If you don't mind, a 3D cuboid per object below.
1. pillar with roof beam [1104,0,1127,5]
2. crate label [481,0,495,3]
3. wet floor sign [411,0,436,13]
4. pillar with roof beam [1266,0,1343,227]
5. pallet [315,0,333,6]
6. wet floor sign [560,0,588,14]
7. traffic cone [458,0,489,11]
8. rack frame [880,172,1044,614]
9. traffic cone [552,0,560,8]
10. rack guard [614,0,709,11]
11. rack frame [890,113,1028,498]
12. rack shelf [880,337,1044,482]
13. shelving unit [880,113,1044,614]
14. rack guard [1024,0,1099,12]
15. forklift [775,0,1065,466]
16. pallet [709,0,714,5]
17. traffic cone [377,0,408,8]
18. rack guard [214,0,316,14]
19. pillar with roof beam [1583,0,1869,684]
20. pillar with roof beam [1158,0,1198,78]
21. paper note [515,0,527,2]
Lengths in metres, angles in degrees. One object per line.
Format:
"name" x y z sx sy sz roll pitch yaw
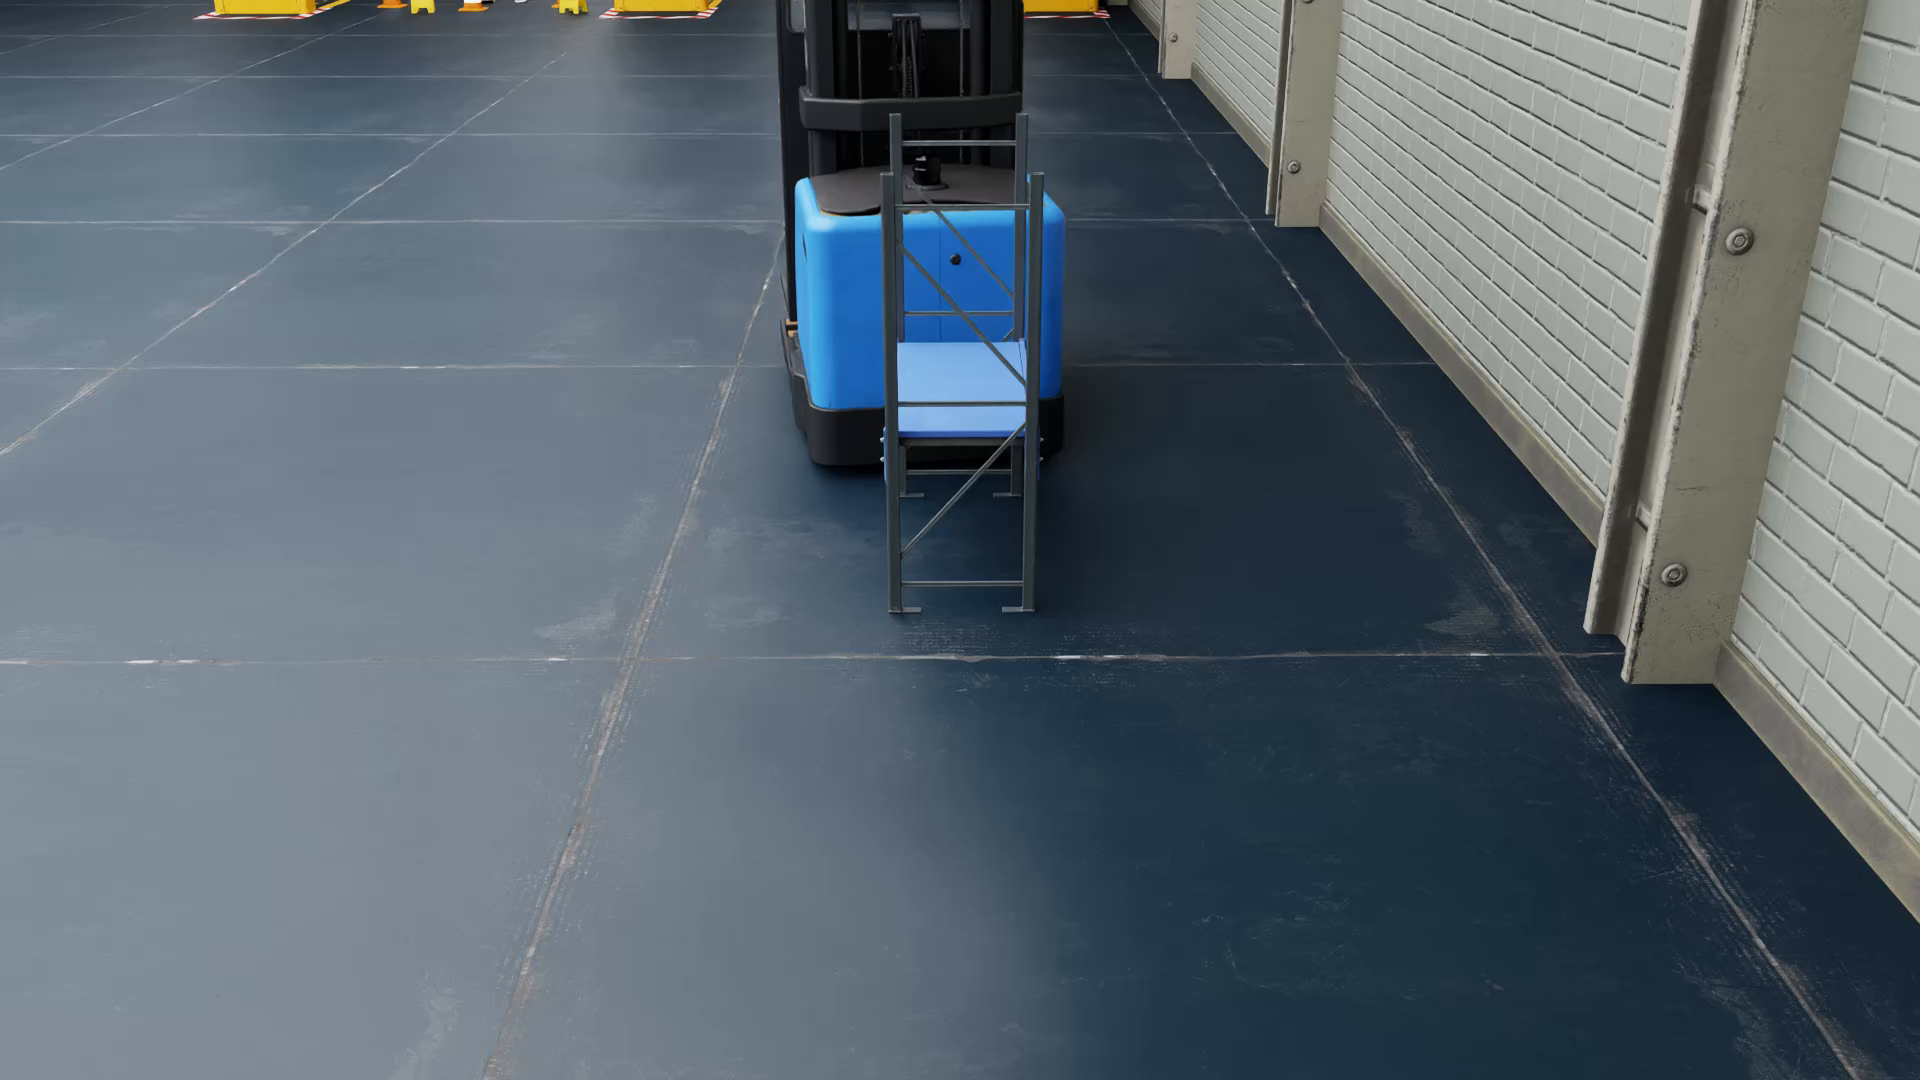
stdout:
"pillar with roof beam" -2.245 -11.127 19.932 9.100 9.000 0.400 0 24 -1
"crate label" -6.269 -7.144 21.878 0.250 0.136 0.298 -14 28 -28
"wet floor sign" -6.766 -6.958 20.852 0.267 0.644 0.232 -4 25 -10
"pillar with roof beam" -2.114 -6.182 8.999 9.100 9.000 0.400 0 24 -1
"pallet" -8.833 -7.093 21.676 1.003 0.211 1.213 0 24 -1
"wet floor sign" -4.865 -6.942 20.816 0.267 0.644 0.232 8 26 18
"traffic cone" -6.198 -6.968 21.096 0.336 0.463 0.334 0 24 -1
"rack frame" 0.006 -0.439 5.400 0.500 1.500 0.032 0 24 -1
"traffic cone" -5.092 -7.113 21.416 0.336 0.463 0.334 0 24 -1
"rack guard" -3.798 -6.990 21.099 1.175 0.500 0.348 0 24 -1
"rack frame" -0.005 -0.858 6.326 0.500 1.500 0.032 0 24 -1
"rack shelf" 0.001 -0.484 5.937 0.538 0.185 1.000 0 24 -1
"shelving unit" 0.001 -0.648 5.863 0.538 1.500 1.048 0 24 -1
"rack guard" 1.166 -6.973 21.061 1.175 0.500 0.348 0 24 -1
"forklift" -0.301 -2.212 7.583 1.130 2.935 3.031 -4 25 -8
"pallet" -3.772 -7.194 21.899 1.003 0.211 1.213 0 24 -1
"traffic cone" -7.332 -7.103 21.394 0.336 0.463 0.334 0 24 -1
"rack guard" -8.746 -6.885 20.867 1.175 0.500 0.348 0 24 -1
"pillar with roof beam" -2.049 -3.710 3.532 9.100 9.000 0.400 0 24 -1
"pillar with roof beam" -2.180 -8.654 14.465 9.100 9.000 0.400 0 24 -1
"paper note" -5.798 -7.126 21.968 0.148 0.019 0.142 -9 26 -19
